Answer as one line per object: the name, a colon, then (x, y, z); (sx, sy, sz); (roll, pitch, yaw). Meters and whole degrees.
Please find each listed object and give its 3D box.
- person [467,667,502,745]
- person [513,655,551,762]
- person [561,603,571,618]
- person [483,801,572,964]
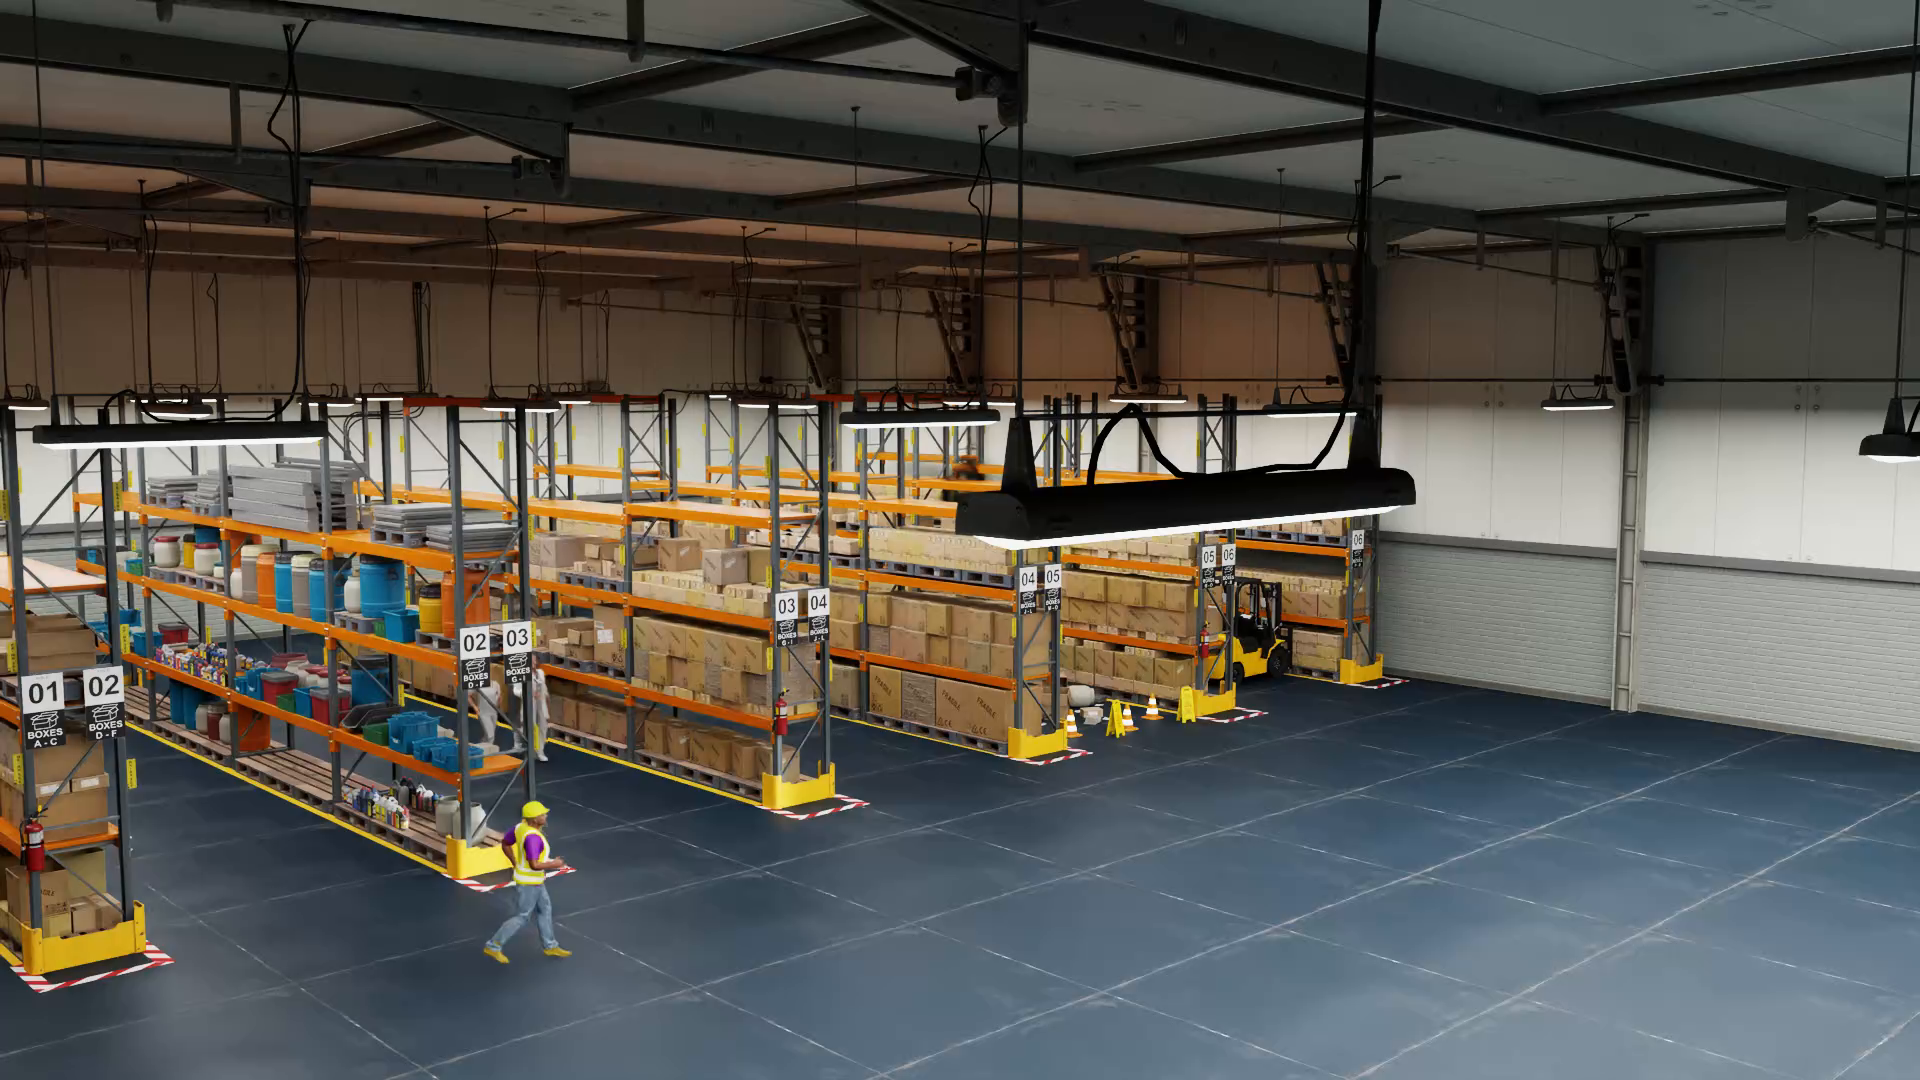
person: (-7.712, 2.892, 27.103); (0.683, 1.727, 0.555); (5, 7, 40)
person: (-7.130, 2.780, 27.684); (0.834, 1.744, 0.718); (5, 7, 40)
person: (-9.760, 1.538, 41.254); (0.700, 1.671, 0.659); (-1, 6, -9)
person: (-4.684, 3.710, 17.961); (0.949, 1.777, 0.664); (-2, 6, -21)
